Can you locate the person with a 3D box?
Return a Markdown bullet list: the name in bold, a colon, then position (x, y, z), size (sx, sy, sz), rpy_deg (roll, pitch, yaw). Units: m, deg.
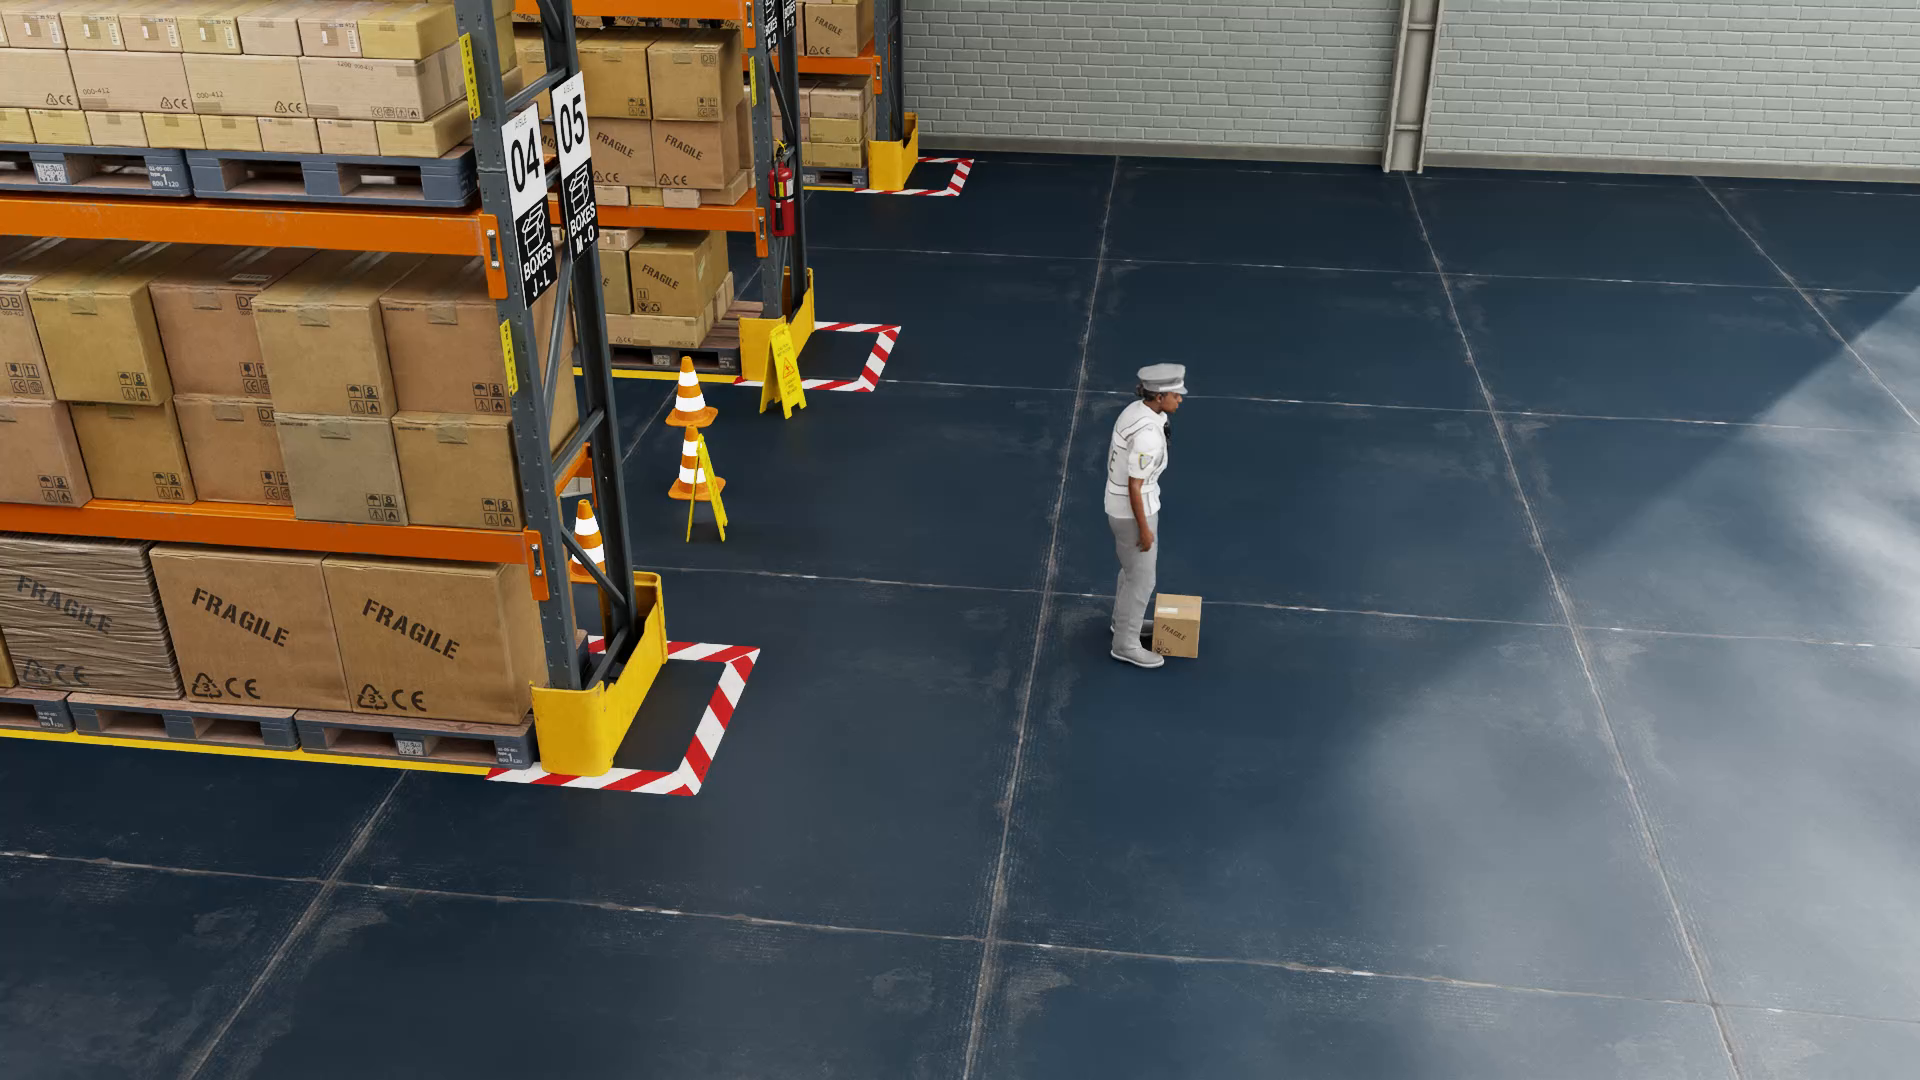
- **person**: position (0.964, -0.148, 8.898), size (0.392, 1.657, 0.508), rpy_deg (2, 29, 4)
